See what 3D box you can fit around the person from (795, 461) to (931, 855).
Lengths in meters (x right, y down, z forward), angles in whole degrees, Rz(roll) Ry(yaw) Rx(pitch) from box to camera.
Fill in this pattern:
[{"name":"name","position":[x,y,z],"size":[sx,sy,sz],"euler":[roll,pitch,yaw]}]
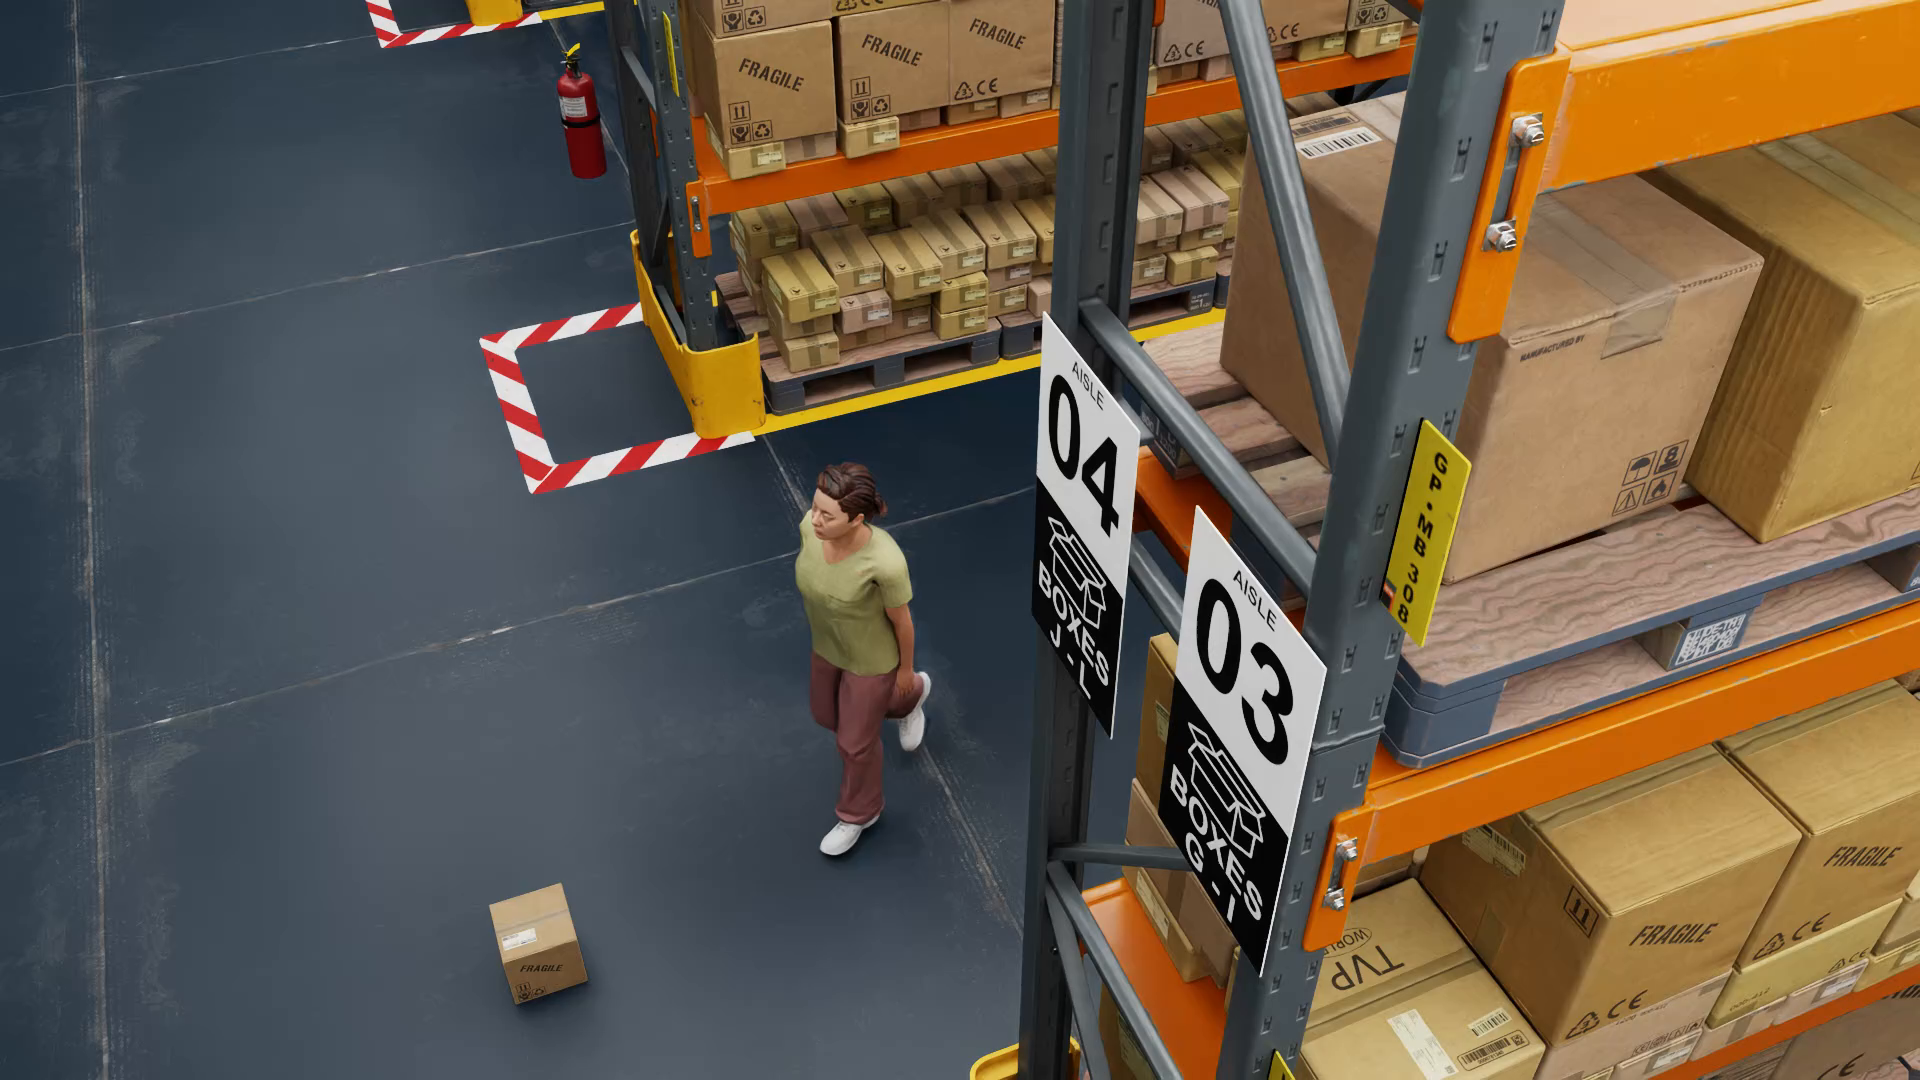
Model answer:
[{"name":"person","position":[-0.324,0.334,5.781],"size":[0.467,1.654,0.732],"euler":[29,49,28]}]
